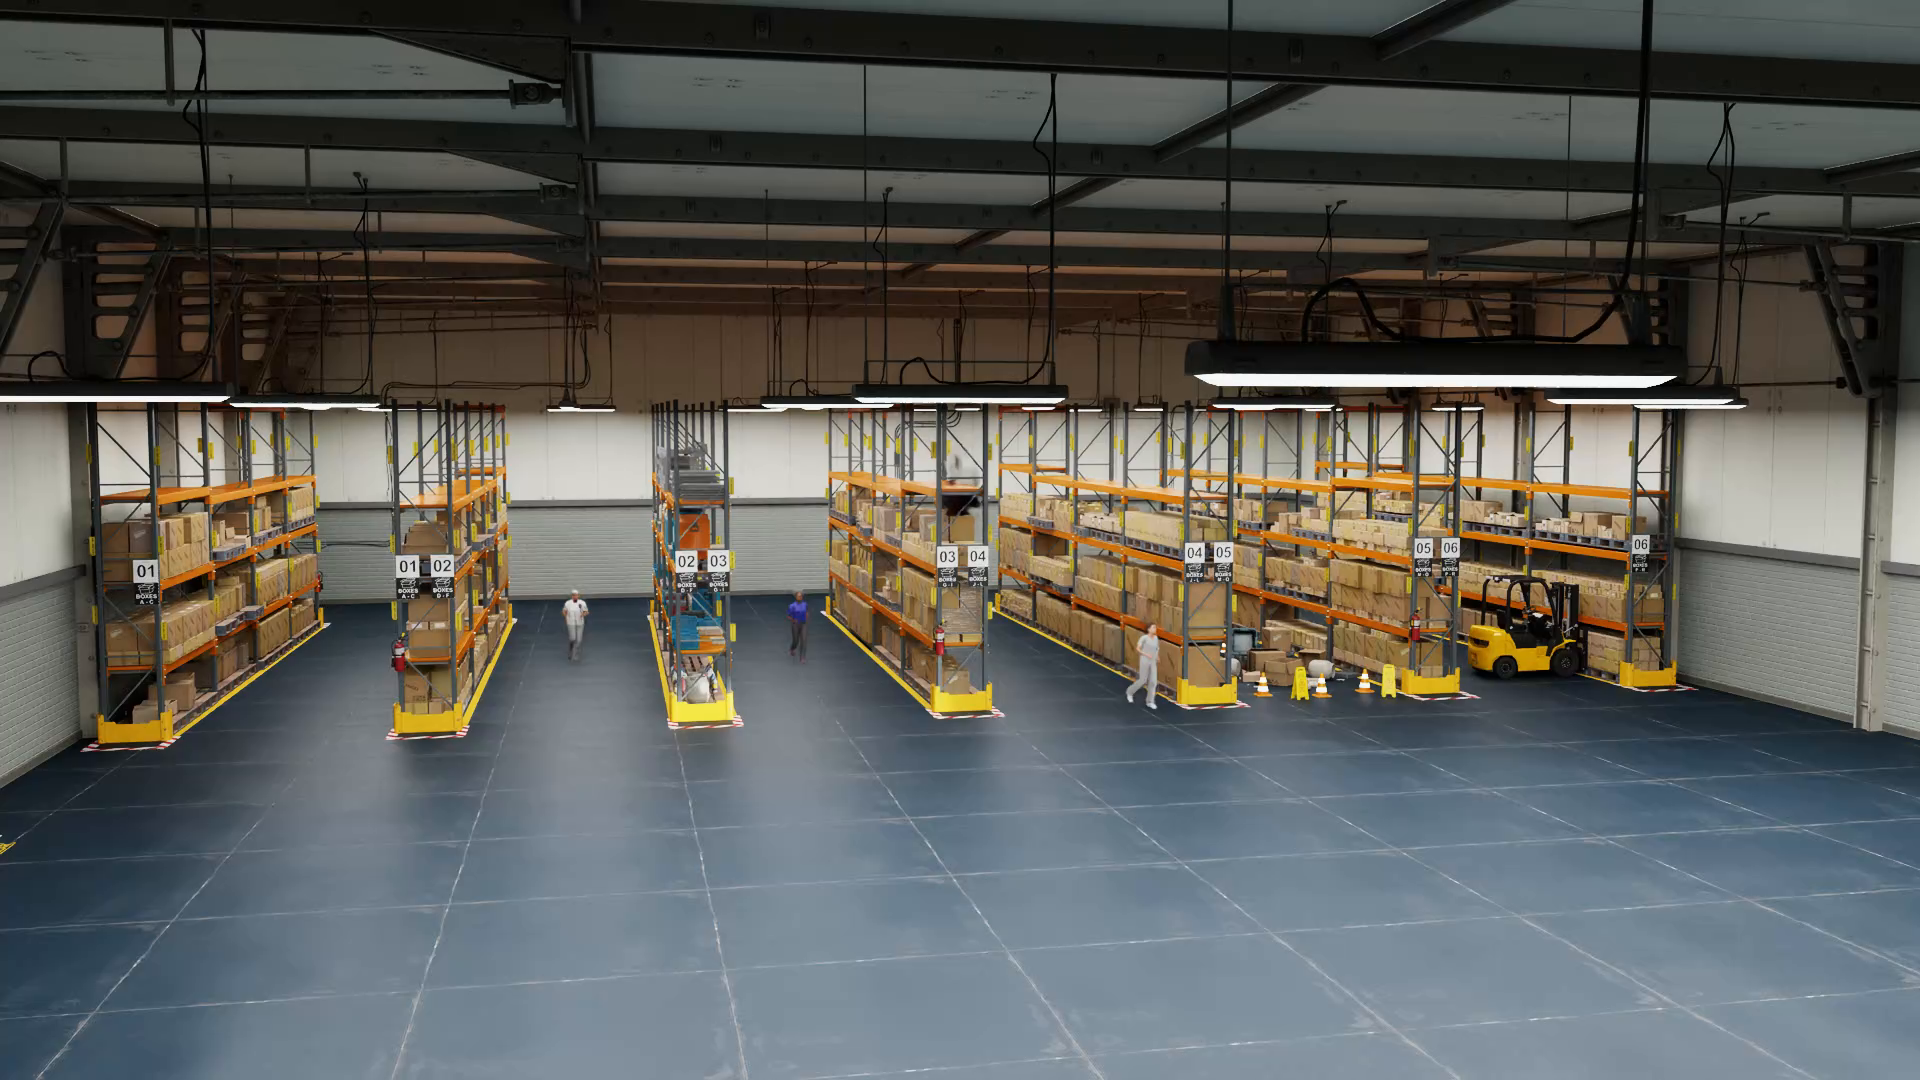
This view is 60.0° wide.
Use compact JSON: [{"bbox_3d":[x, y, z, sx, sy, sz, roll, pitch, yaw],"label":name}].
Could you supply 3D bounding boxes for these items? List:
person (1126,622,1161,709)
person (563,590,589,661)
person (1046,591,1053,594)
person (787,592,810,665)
[{"bbox_3d":[3.712,2.433,32.694,0.601,1.661,0.823,-3,5,-32],"label":"person"},{"bbox_3d":[-8.926,1.996,38.685,0.578,1.675,0.658,-1,4,-16],"label":"person"},{"bbox_3d":[2.785,1.112,49.961,0.734,1.715,0.571,-2,5,-29],"label":"person"},{"bbox_3d":[-3.719,2.023,38.414,0.579,1.630,0.851,-2,5,-23],"label":"person"}]
